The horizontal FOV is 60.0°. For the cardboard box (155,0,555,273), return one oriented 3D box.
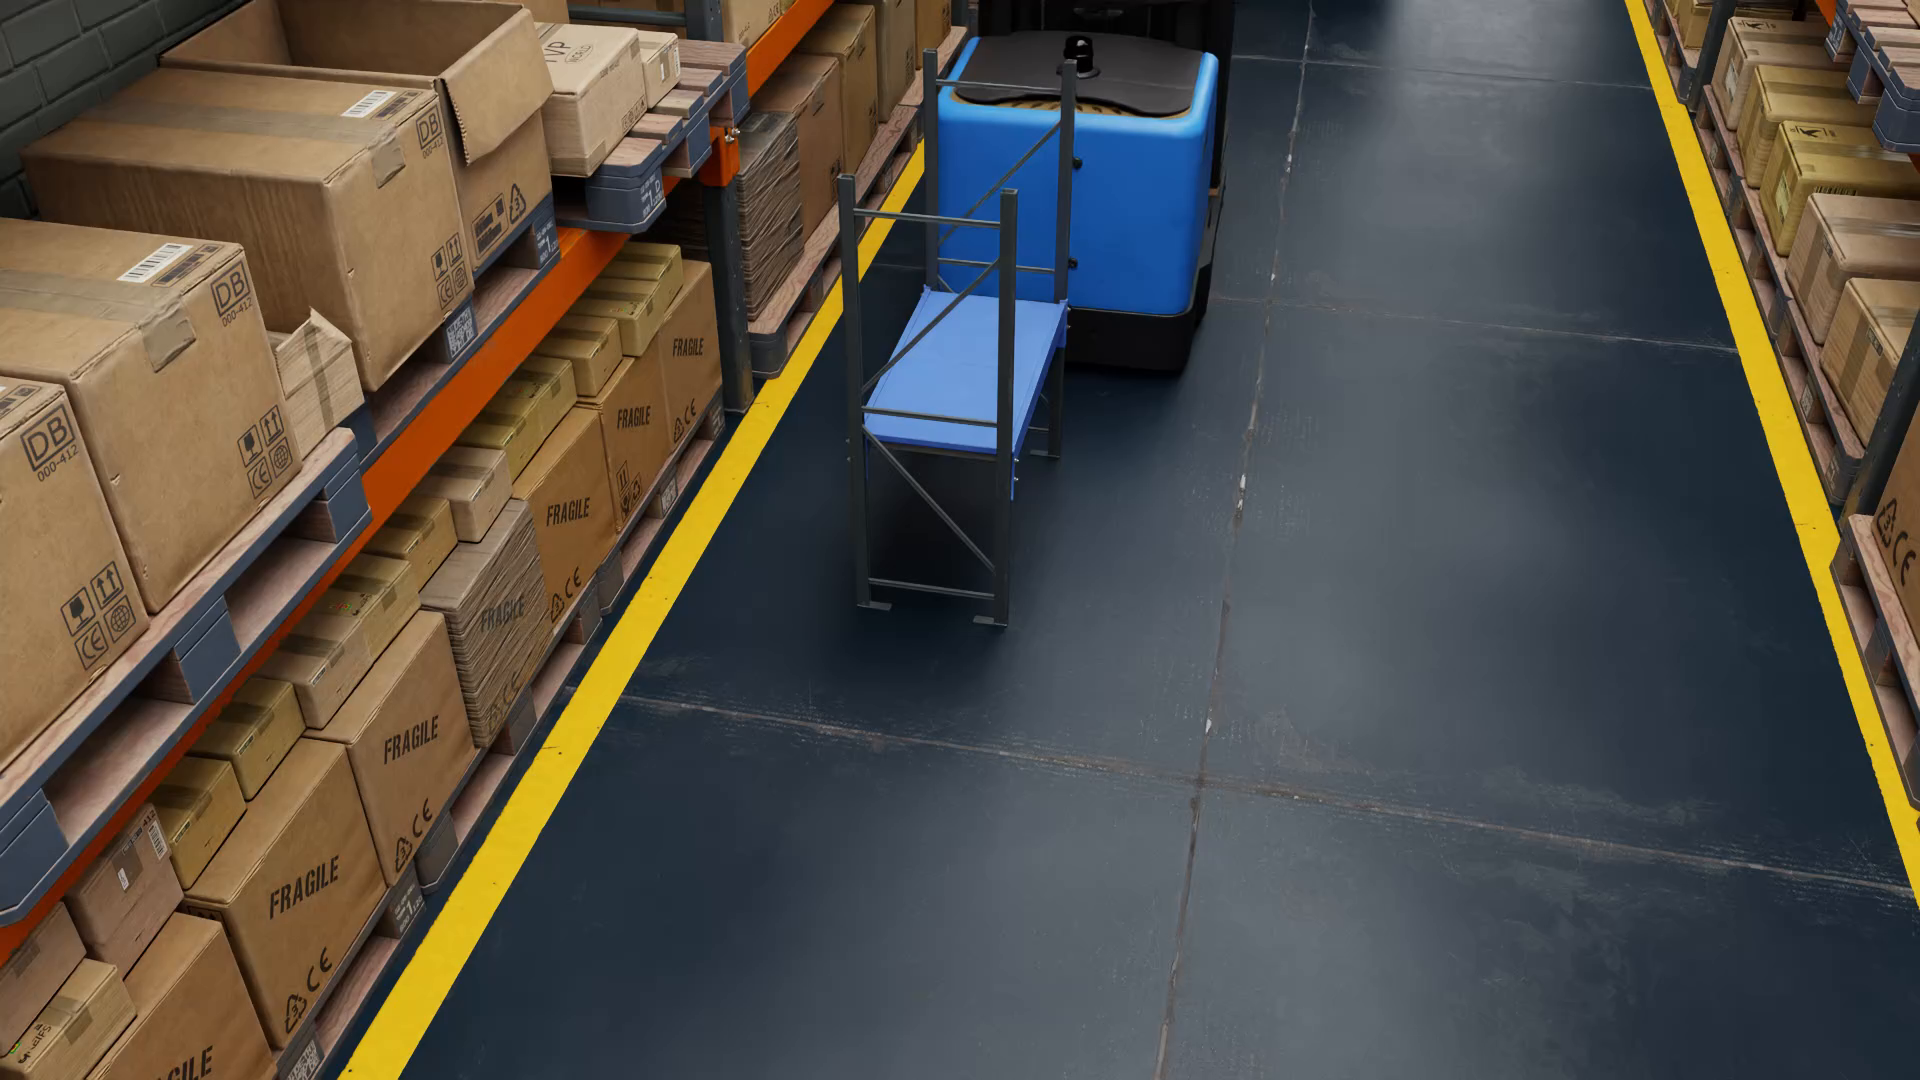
[{"bbox_3d":[-1.472,-1.043,4.187,0.797,0.503,0.637,7,36,9],"label":"cardboard box"}]

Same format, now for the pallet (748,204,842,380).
[{"bbox_3d":[-1.091,-1.128,7.127,1.003,0.211,1.213,7,37,10],"label":"pallet"}]

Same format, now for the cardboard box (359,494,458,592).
[{"bbox_3d":[-1.575,-0.005,4.420,0.380,0.149,0.250,7,37,10],"label":"cardboard box"}]

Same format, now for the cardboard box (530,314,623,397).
[{"bbox_3d":[-1.290,-0.590,5.227,0.380,0.149,0.250,6,36,8],"label":"cardboard box"}]

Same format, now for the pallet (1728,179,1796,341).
[{"bbox_3d":[3.977,-1.186,7.207,1.003,0.211,1.213,7,37,10],"label":"pallet"}]

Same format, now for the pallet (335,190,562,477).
[{"bbox_3d":[-1.715,-0.597,4.181,1.003,0.211,1.213,7,37,10],"label":"pallet"}]

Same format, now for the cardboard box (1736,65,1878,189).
[{"bbox_3d":[4.140,-1.856,7.636,0.950,0.372,0.625,10,37,13],"label":"cardboard box"}]

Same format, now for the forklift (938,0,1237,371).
[{"bbox_3d":[0.667,-2.716,6.999,1.130,2.935,3.031,7,36,9],"label":"forklift"}]

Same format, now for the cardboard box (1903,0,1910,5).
[{"bbox_3d":[3.444,-1.912,5.688,0.380,0.149,0.250,6,36,8],"label":"cardboard box"}]

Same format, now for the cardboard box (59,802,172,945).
[{"bbox_3d":[-1.814,0.635,3.284,0.380,0.149,0.250,6,36,8],"label":"cardboard box"}]

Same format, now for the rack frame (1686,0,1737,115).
[{"bbox_3d":[4.400,-3.463,7.972,1.000,3.000,0.127,7,37,10],"label":"rack frame"}]

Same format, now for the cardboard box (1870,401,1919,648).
[{"bbox_3d":[3.317,-0.094,4.777,0.875,0.875,0.875,7,37,10],"label":"cardboard box"}]

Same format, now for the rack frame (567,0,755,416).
[{"bbox_3d":[-1.305,-1.790,5.664,1.000,3.000,0.127,7,37,10],"label":"rack frame"}]

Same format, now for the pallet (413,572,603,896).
[{"bbox_3d":[-1.764,0.460,4.936,1.003,0.211,1.213,7,37,10],"label":"pallet"}]

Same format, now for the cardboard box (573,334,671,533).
[{"bbox_3d":[-1.302,-0.393,5.509,0.500,0.500,0.500,7,36,9],"label":"cardboard box"}]

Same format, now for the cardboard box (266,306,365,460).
[{"bbox_3d":[-1.487,-0.361,3.449,0.396,0.266,0.258,9,37,12],"label":"cardboard box"}]

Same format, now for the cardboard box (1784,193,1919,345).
[{"bbox_3d":[3.826,-1.023,6.487,0.950,0.372,0.625,7,36,9],"label":"cardboard box"}]

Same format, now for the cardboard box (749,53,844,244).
[{"bbox_3d":[-1.026,-1.730,7.247,0.875,0.625,0.625,8,37,11],"label":"cardboard box"}]

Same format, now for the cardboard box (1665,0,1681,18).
[{"bbox_3d":[4.367,-3.199,9.593,0.500,0.250,0.500,6,36,9],"label":"cardboard box"}]

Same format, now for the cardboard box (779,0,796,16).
[{"bbox_3d":[-0.859,-2.241,6.414,0.500,0.250,0.500,7,36,9],"label":"cardboard box"}]

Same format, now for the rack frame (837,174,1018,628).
[{"bbox_3d":[-0.090,-0.365,4.975,0.500,1.500,0.032,7,37,10],"label":"rack frame"}]

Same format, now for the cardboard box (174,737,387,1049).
[{"bbox_3d":[-1.732,0.790,3.877,0.500,0.500,0.500,7,36,9],"label":"cardboard box"}]

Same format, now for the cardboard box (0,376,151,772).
[{"bbox_3d":[-1.837,0.043,2.691,0.700,0.500,0.500,8,37,11],"label":"cardboard box"}]

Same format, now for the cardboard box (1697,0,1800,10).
[{"bbox_3d":[4.264,-3.196,8.950,0.500,0.500,0.500,7,36,9],"label":"cardboard box"}]

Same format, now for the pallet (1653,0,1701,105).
[{"bbox_3d":[4.509,-2.724,9.328,1.003,0.211,1.213,7,37,10],"label":"pallet"}]

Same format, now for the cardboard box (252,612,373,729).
[{"bbox_3d":[-1.660,0.296,4.005,0.380,0.149,0.250,7,37,10],"label":"cardboard box"}]

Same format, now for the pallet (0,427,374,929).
[{"bbox_3d":[-1.882,0.136,3.169,1.003,0.211,1.213,7,37,10],"label":"pallet"}]

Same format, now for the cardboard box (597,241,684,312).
[{"bbox_3d":[-1.163,-0.896,5.649,0.380,0.149,0.250,6,36,8],"label":"cardboard box"}]

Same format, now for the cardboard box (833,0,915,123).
[{"bbox_3d":[-0.724,-2.547,8.374,0.875,0.625,0.625,7,37,9],"label":"cardboard box"}]

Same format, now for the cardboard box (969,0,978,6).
[{"bbox_3d":[-0.023,-3.376,9.837,0.500,0.250,0.500,8,37,10],"label":"cardboard box"}]

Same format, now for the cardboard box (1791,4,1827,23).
[{"bbox_3d":[4.790,-2.824,9.076,0.500,0.250,0.500,6,36,8],"label":"cardboard box"}]

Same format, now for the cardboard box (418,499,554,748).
[{"bbox_3d":[-1.504,0.207,4.680,0.500,0.500,0.500,6,36,8],"label":"cardboard box"}]

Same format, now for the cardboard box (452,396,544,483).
[{"bbox_3d":[-1.443,-0.301,4.829,0.380,0.149,0.250,7,36,9],"label":"cardboard box"}]

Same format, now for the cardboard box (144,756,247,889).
[{"bbox_3d":[-1.795,0.593,3.595,0.380,0.149,0.250,6,36,8],"label":"cardboard box"}]

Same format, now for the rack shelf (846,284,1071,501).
[{"bbox_3d":[0.018,-0.511,5.483,0.538,0.185,1.000,7,37,10],"label":"rack shelf"}]

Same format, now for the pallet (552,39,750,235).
[{"bbox_3d":[-1.381,-1.315,5.172,1.213,0.211,1.003,7,37,10],"label":"pallet"}]

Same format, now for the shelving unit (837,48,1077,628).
[{"bbox_3d":[0.018,-0.656,5.377,0.538,1.500,1.048,7,37,10],"label":"shelving unit"}]

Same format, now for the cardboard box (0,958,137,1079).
[{"bbox_3d":[-1.822,0.910,3.158,0.380,0.149,0.250,9,37,12],"label":"cardboard box"}]

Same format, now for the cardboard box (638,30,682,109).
[{"bbox_3d":[-1.070,-1.434,5.028,0.380,0.149,0.250,8,37,11],"label":"cardboard box"}]

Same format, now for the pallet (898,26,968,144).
[{"bbox_3d":[-0.569,-2.527,9.057,1.003,0.211,1.213,7,37,10],"label":"pallet"}]

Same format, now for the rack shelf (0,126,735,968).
[{"bbox_3d":[-1.732,-0.352,4.293,1.077,0.370,4.000,7,37,10],"label":"rack shelf"}]

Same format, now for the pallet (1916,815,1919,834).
[{"bbox_3d":[3.041,1.099,4.054,1.003,0.211,1.213,7,37,10],"label":"pallet"}]
